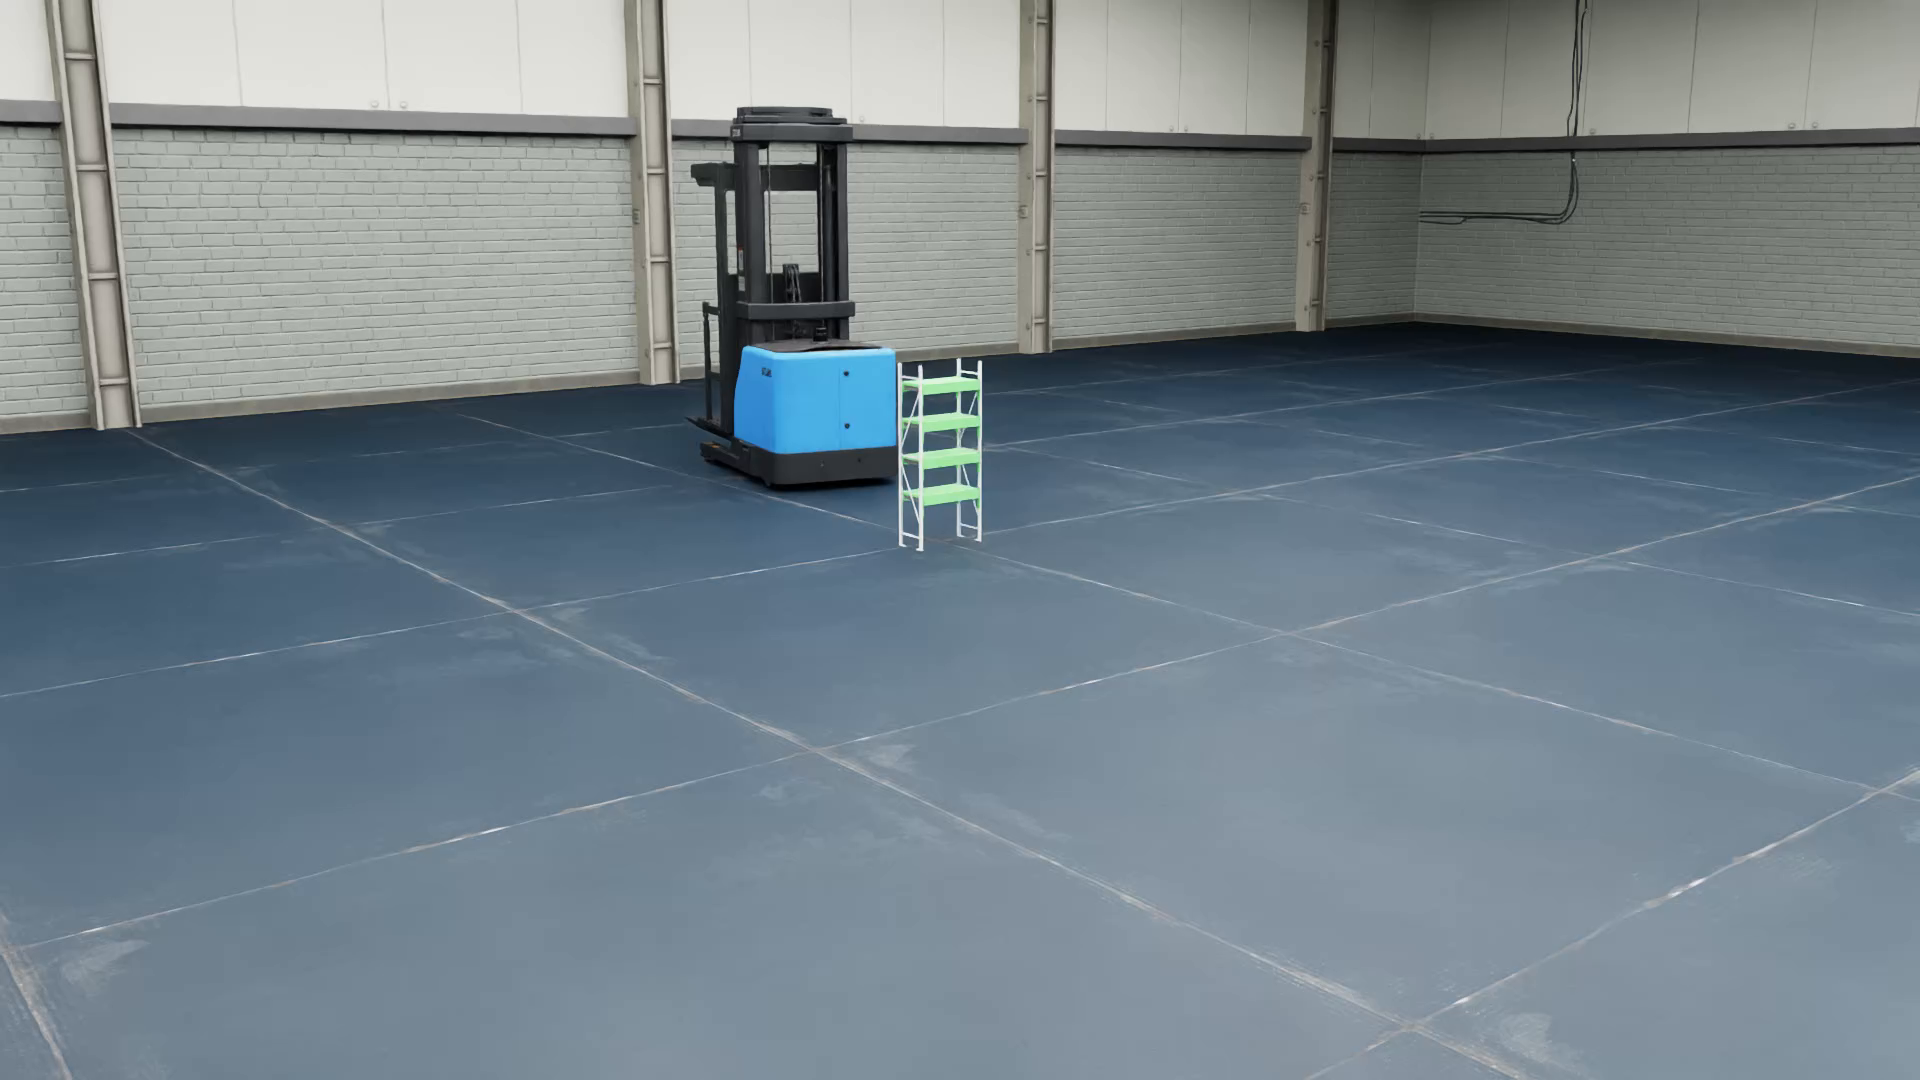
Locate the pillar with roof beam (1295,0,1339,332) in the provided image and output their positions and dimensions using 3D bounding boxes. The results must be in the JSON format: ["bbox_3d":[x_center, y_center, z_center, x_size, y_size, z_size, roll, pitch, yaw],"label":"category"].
[{"bbox_3d":[8.440,-7.153,23.150,0.400,9.000,9.100,-9,15,-38],"label":"pillar with roof beam"}]

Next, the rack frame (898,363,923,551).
[{"bbox_3d":[-0.320,-0.534,10.754,0.015,1.200,0.240,-9,15,-38],"label":"rack frame"}]

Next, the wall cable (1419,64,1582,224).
[{"bbox_3d":[8.877,-6.500,27.551,0.112,2.526,3.097,-9,15,-38],"label":"wall cable"}]

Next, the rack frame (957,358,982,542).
[{"bbox_3d":[0.061,-0.597,11.052,0.015,1.200,0.240,-9,15,-38],"label":"rack frame"}]

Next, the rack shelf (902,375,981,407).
[{"bbox_3d":[-0.129,-0.972,10.817,0.480,0.148,0.258,-9,15,-38],"label":"rack shelf"}]

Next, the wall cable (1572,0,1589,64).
[{"bbox_3d":[10.567,-8.532,24.960,0.112,2.526,3.097,-9,15,-38],"label":"wall cable"}]

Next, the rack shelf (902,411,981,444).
[{"bbox_3d":[-0.129,-0.738,10.866,0.480,0.148,0.258,-9,15,-38],"label":"rack shelf"}]

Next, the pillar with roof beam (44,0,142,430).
[{"bbox_3d":[-5.615,-4.817,12.150,0.400,9.000,9.100,-9,15,-38],"label":"pillar with roof beam"}]

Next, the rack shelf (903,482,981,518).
[{"bbox_3d":[-0.129,-0.268,10.966,0.480,0.148,0.258,-9,15,-38],"label":"rack shelf"}]

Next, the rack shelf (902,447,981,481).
[{"bbox_3d":[-0.129,-0.503,10.916,0.480,0.148,0.258,-9,15,-38],"label":"rack shelf"}]

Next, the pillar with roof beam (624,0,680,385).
[{"bbox_3d":[-0.930,-5.596,15.817,0.400,9.000,9.100,-9,15,-38],"label":"pillar with roof beam"}]

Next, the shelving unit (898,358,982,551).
[{"bbox_3d":[-0.129,-0.565,10.903,0.503,1.200,0.258,-9,15,-38],"label":"shelving unit"}]

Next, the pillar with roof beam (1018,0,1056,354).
[{"bbox_3d":[3.755,-6.374,19.483,0.400,9.000,9.100,-9,15,-38],"label":"pillar with roof beam"}]

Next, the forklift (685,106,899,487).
[{"bbox_3d":[-1.589,-2.112,14.018,1.130,2.935,3.031,-6,13,-25],"label":"forklift"}]
